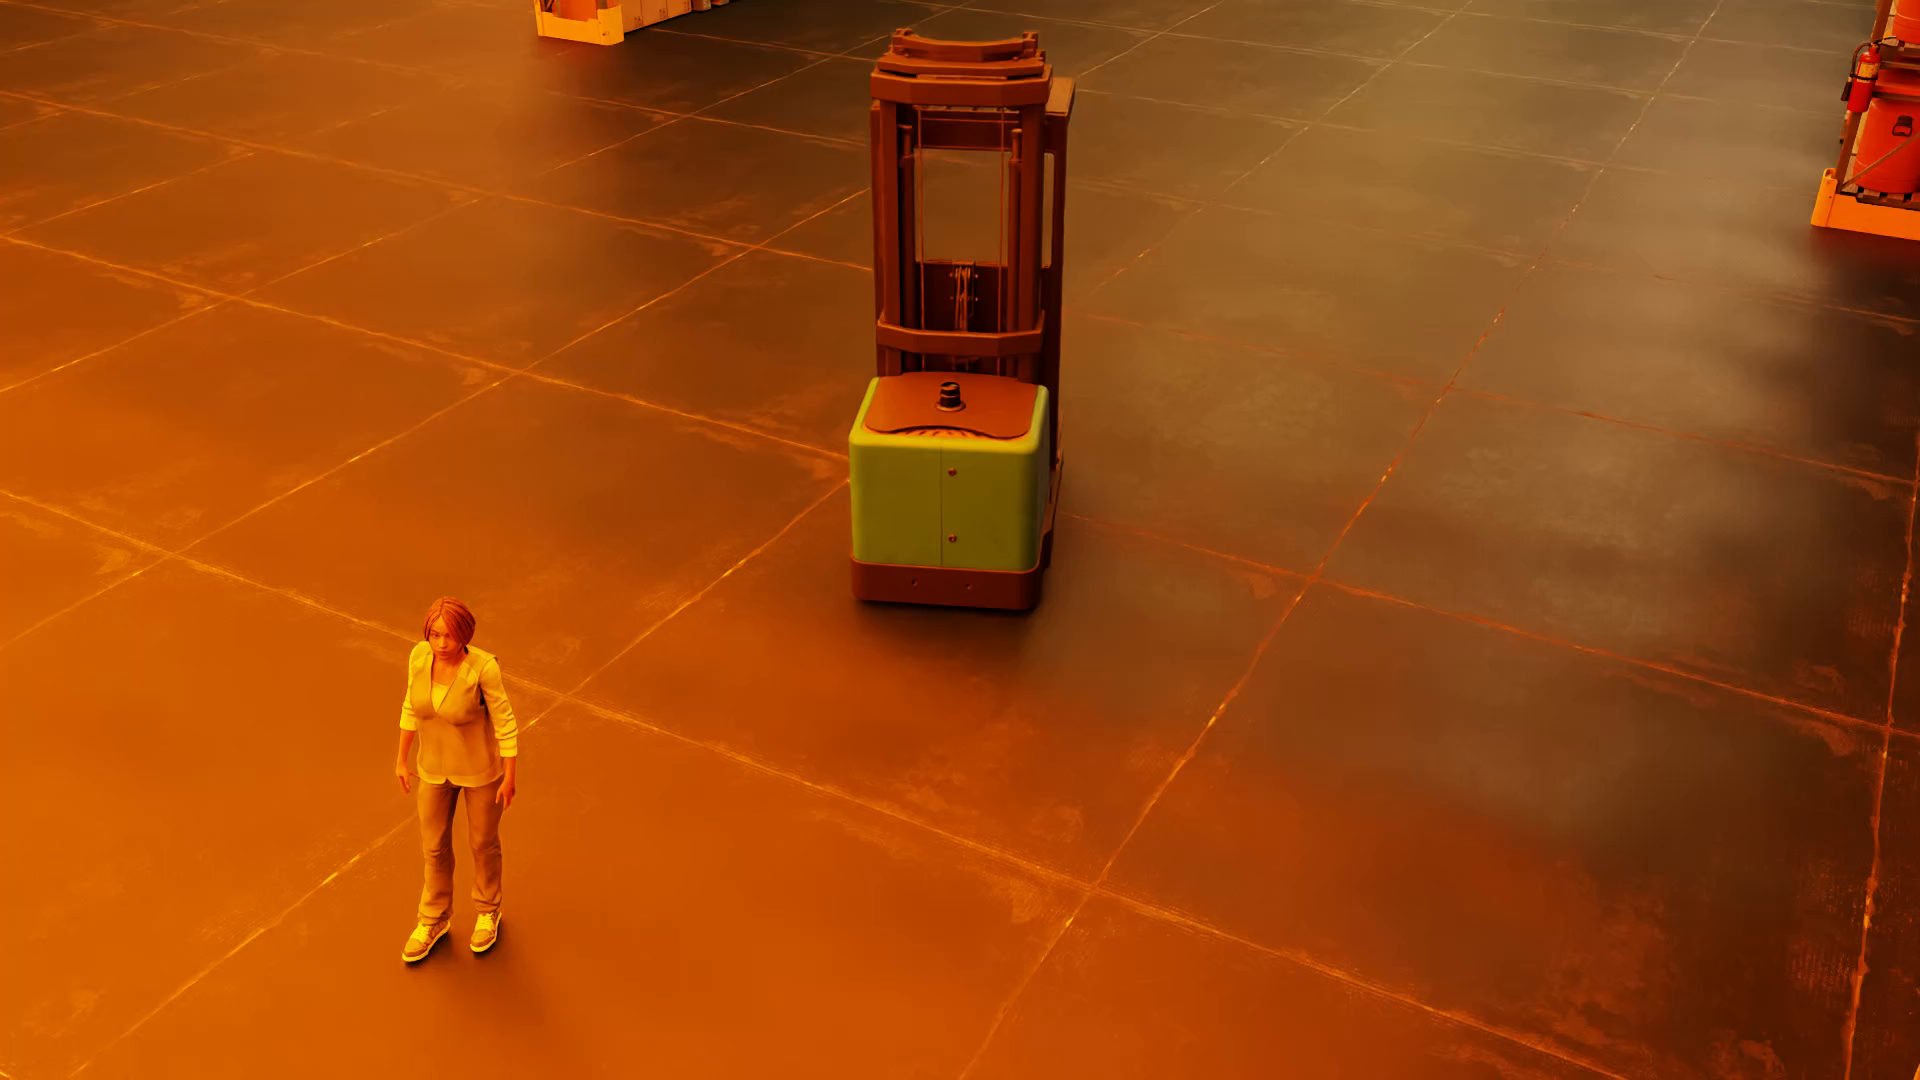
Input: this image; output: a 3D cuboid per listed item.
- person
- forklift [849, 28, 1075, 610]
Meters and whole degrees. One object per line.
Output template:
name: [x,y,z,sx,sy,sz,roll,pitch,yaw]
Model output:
person: [-2.045,1.019,6.717,0.520,1.504,0.475,5,30,8]
forklift: [0.078,-1.596,9.837,1.130,2.935,3.031,3,30,6]
